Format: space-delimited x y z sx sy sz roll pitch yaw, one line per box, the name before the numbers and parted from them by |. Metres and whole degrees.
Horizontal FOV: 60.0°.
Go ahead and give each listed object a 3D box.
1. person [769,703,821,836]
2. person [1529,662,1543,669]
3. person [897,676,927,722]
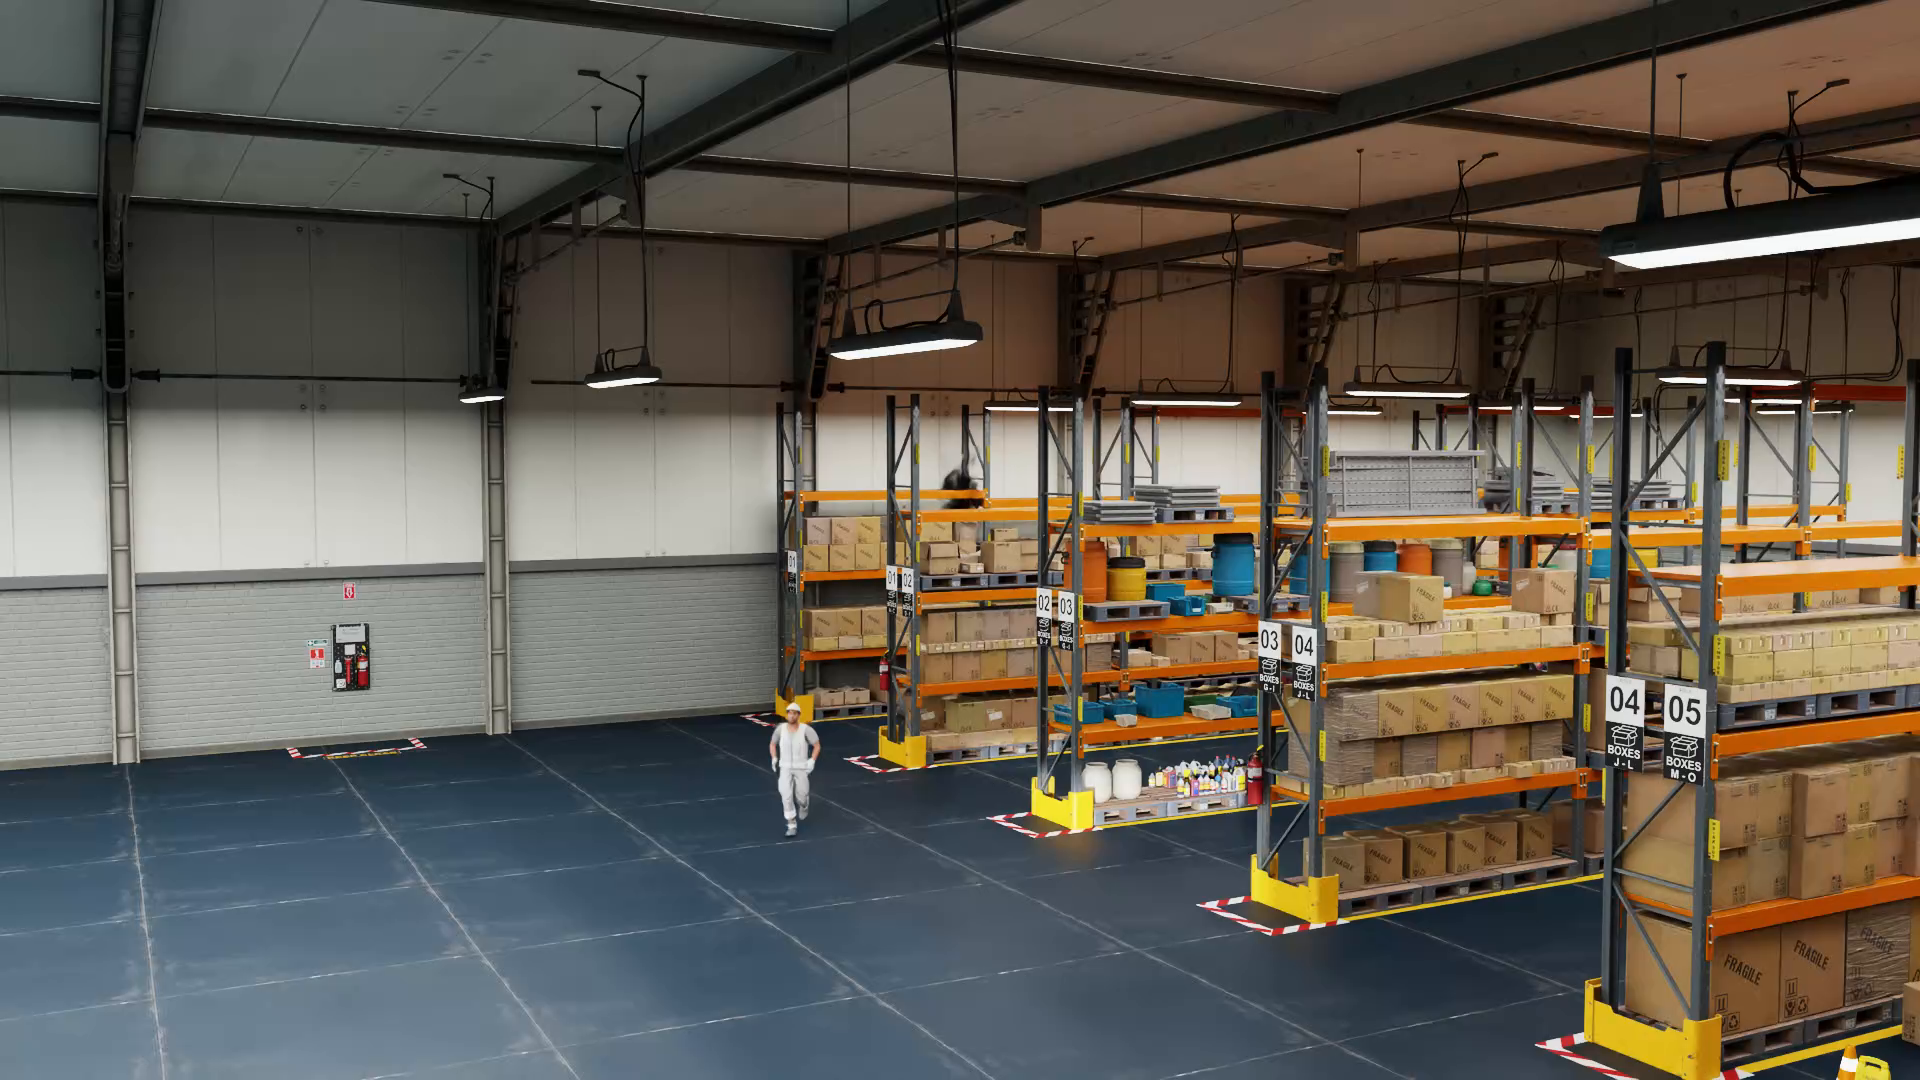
person | -2.205 3.034 22.177 0.698 1.747 0.724 0 3 4
person | 10.604 2.581 30.849 0.830 1.696 0.541 -3 4 -38
person | -0.797 2.669 28.945 0.670 1.700 0.639 -2 4 -34
